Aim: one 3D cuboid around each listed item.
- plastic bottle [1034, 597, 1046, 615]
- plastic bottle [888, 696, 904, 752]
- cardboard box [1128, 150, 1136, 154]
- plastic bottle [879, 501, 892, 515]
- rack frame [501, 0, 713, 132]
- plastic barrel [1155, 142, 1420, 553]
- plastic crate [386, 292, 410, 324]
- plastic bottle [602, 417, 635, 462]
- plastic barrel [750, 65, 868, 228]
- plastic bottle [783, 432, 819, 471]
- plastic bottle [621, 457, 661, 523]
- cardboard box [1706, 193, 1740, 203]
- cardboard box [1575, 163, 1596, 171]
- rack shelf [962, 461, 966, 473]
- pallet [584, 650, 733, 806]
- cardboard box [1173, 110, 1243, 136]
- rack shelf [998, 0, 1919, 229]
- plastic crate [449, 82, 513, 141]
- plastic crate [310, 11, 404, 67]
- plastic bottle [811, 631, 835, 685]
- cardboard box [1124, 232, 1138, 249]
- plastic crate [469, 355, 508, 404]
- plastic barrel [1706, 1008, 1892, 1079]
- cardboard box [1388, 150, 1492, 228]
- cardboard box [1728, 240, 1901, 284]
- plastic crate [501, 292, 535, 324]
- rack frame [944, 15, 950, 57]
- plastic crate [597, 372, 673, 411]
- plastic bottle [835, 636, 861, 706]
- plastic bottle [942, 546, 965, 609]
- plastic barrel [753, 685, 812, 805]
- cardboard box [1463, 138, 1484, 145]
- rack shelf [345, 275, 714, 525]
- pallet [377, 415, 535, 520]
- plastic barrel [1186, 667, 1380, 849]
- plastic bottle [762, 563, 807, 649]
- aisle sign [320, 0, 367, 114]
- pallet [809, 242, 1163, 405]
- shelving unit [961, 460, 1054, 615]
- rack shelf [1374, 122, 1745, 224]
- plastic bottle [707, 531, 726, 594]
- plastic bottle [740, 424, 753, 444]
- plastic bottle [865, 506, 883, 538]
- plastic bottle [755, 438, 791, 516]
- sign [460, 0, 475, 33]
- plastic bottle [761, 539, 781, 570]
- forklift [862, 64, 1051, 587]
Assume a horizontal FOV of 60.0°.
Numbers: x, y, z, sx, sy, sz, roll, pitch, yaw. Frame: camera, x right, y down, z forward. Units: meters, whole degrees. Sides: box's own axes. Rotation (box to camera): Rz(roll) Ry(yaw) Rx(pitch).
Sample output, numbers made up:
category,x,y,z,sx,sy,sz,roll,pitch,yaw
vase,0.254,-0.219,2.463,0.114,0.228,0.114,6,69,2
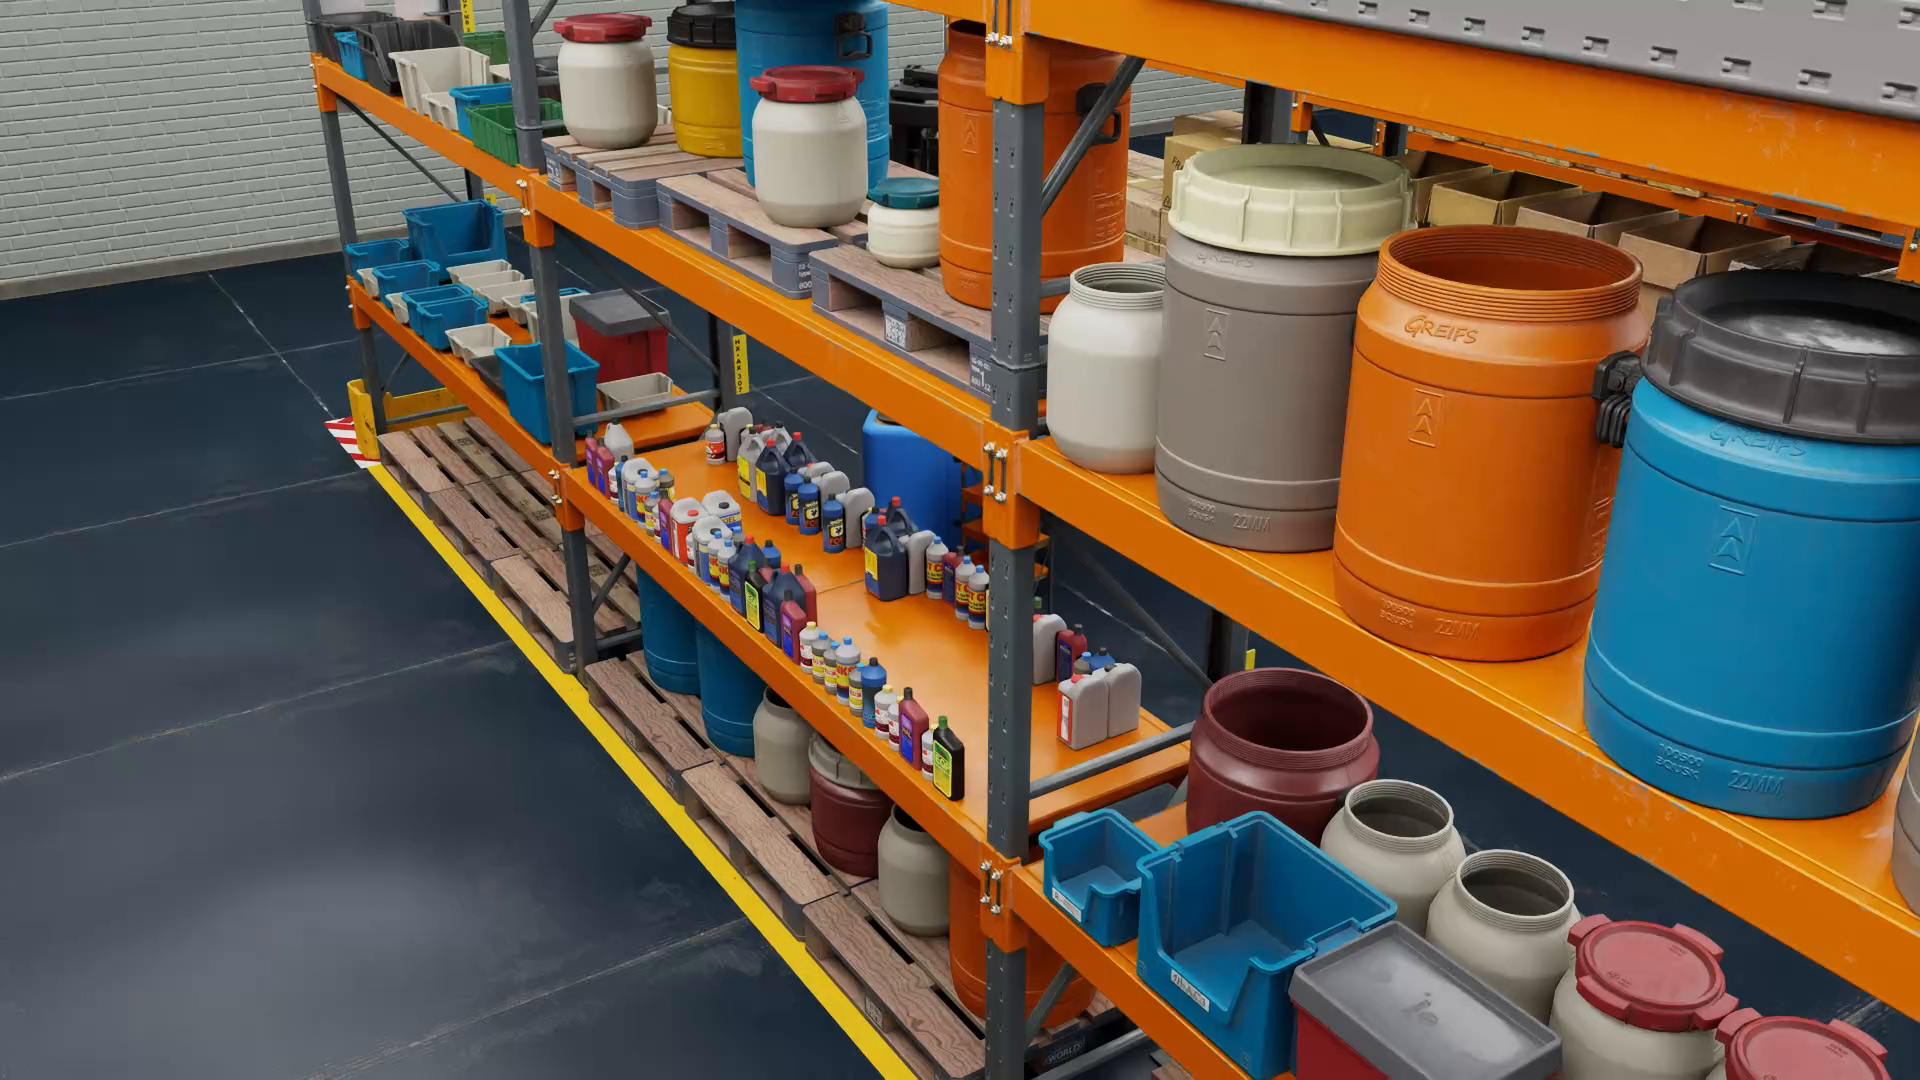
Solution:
category,x,y,z,sx,sy,sz,roll,pitch,yaw
plastic bottle,0.286,0.346,6.641,0.061,0.283,0.133,-16,29,-30
plastic bottle,-0.213,0.664,6.063,0.097,0.201,0.097,0,25,0
cardboard box,1.085,-3.042,13.508,0.500,0.250,0.500,-16,30,-30
plastic bottle,-0.319,-0.051,7.481,0.061,0.283,0.133,-16,29,-30
rack frame,-1.645,-3.397,7.404,1.000,3.000,0.127,-16,29,-30
plastic barrel,0.806,-0.492,4.177,0.600,0.901,0.600,0,25,0
plastic crate,-3.493,-1.481,10.611,0.250,0.136,0.298,-16,29,-30
plastic bottle,-1.702,-0.445,8.238,0.144,0.351,0.185,-16,29,-30
plastic barrel,-0.555,-1.460,6.164,0.433,0.535,0.433,0,25,0
plastic bottle,-0.768,-0.343,8.020,0.144,0.351,0.185,-16,29,-30
plastic bottle,-1.511,-0.242,7.895,0.152,0.276,0.135,-16,29,-30
cardboard box,6.364,-2.892,13.656,0.380,0.149,0.250,-16,30,-30
cardboard box,5.649,-3.360,14.647,0.380,0.149,0.250,-16,30,-30
rack shelf,0.267,-0.409,9.290,0.258,0.148,0.480,-22,33,-39
pallet,-1.258,0.863,8.674,1.003,0.211,1.213,-16,29,-30
cardboard box,1.908,-2.838,12.196,0.500,0.500,0.500,-17,30,-31
rack shelf,1.631,-0.744,3.097,1.077,0.370,4.000,-16,29,-30
plastic crate,-2.409,-2.216,8.612,0.416,0.233,0.300,-16,29,-30
plastic crate,-3.851,-3.209,10.673,0.497,0.269,0.590,-16,29,-30
plastic bottle,-0.532,0.455,6.506,0.097,0.201,0.097,0,25,0
cardboard box,1.363,-2.217,12.226,0.380,0.149,0.250,-16,30,-30
plastic crate,-2.481,-0.924,9.446,0.437,0.125,0.590,-16,29,-30
plastic barrel,1.984,1.461,3.983,0.433,0.535,0.433,0,25,0
cardboard box,2.861,-2.110,10.414,0.797,0.503,0.637,-16,30,-31
cardboard box,4.303,-1.171,8.425,0.797,0.503,0.637,-14,29,-28
plastic crate,-2.736,-1.470,10.589,0.298,0.136,0.250,-16,29,-30
rack frame,0.322,-3.269,14.160,1.000,3.000,0.127,-16,29,-30
plastic crate,-1.779,-0.791,9.151,0.396,0.136,0.243,-16,29,-30
plastic bottle,-0.425,0.493,6.343,0.097,0.271,0.097,0,25,0
plastic bottle,-0.019,0.146,7.064,0.061,0.283,0.133,-16,29,-30
plastic barrel,-0.742,0.926,7.697,0.421,0.512,0.421,0,25,0
cardboard box,4.967,-3.832,15.647,0.380,0.149,0.250,-14,29,-27
rack shelf,-2.736,-1.074,10.353,1.077,0.370,4.000,-16,29,-30
pallet,-3.410,-0.549,11.666,1.003,0.211,1.213,-16,29,-30
plastic barrel,1.046,0.781,5.423,0.600,0.536,0.708,-16,29,-30
plastic bottle,-0.715,0.249,6.767,0.144,0.351,0.185,-16,29,-30
aisle sign,-4.116,-3.246,11.068,0.394,0.787,0.004,-16,29,-30
pallet,0.203,-0.820,5.682,1.003,0.211,1.213,-16,29,-30
shelving unit,0.267,-0.053,9.458,0.258,1.200,0.503,-22,33,-39
rack shelf,5.624,-3.348,15.170,1.077,0.370,4.000,-16,29,-30
plastic bottle,-1.039,0.091,7.194,0.097,0.271,0.097,0,25,0
plastic bottle,-1.072,-0.493,8.513,0.097,0.201,0.097,0,25,0
plastic bottle,-0.376,-0.021,7.431,0.097,0.271,0.097,0,25,0
plastic bottle,-0.888,-0.309,7.949,0.144,0.351,0.185,-16,29,-30
sign,-3.376,-3.557,11.381,0.100,0.325,0.005,-16,29,-30
plastic bottle,-0.812,0.127,7.118,0.097,0.271,0.097,0,25,0
forklift,0.103,-1.615,10.738,1.130,2.935,3.031,3,25,6
